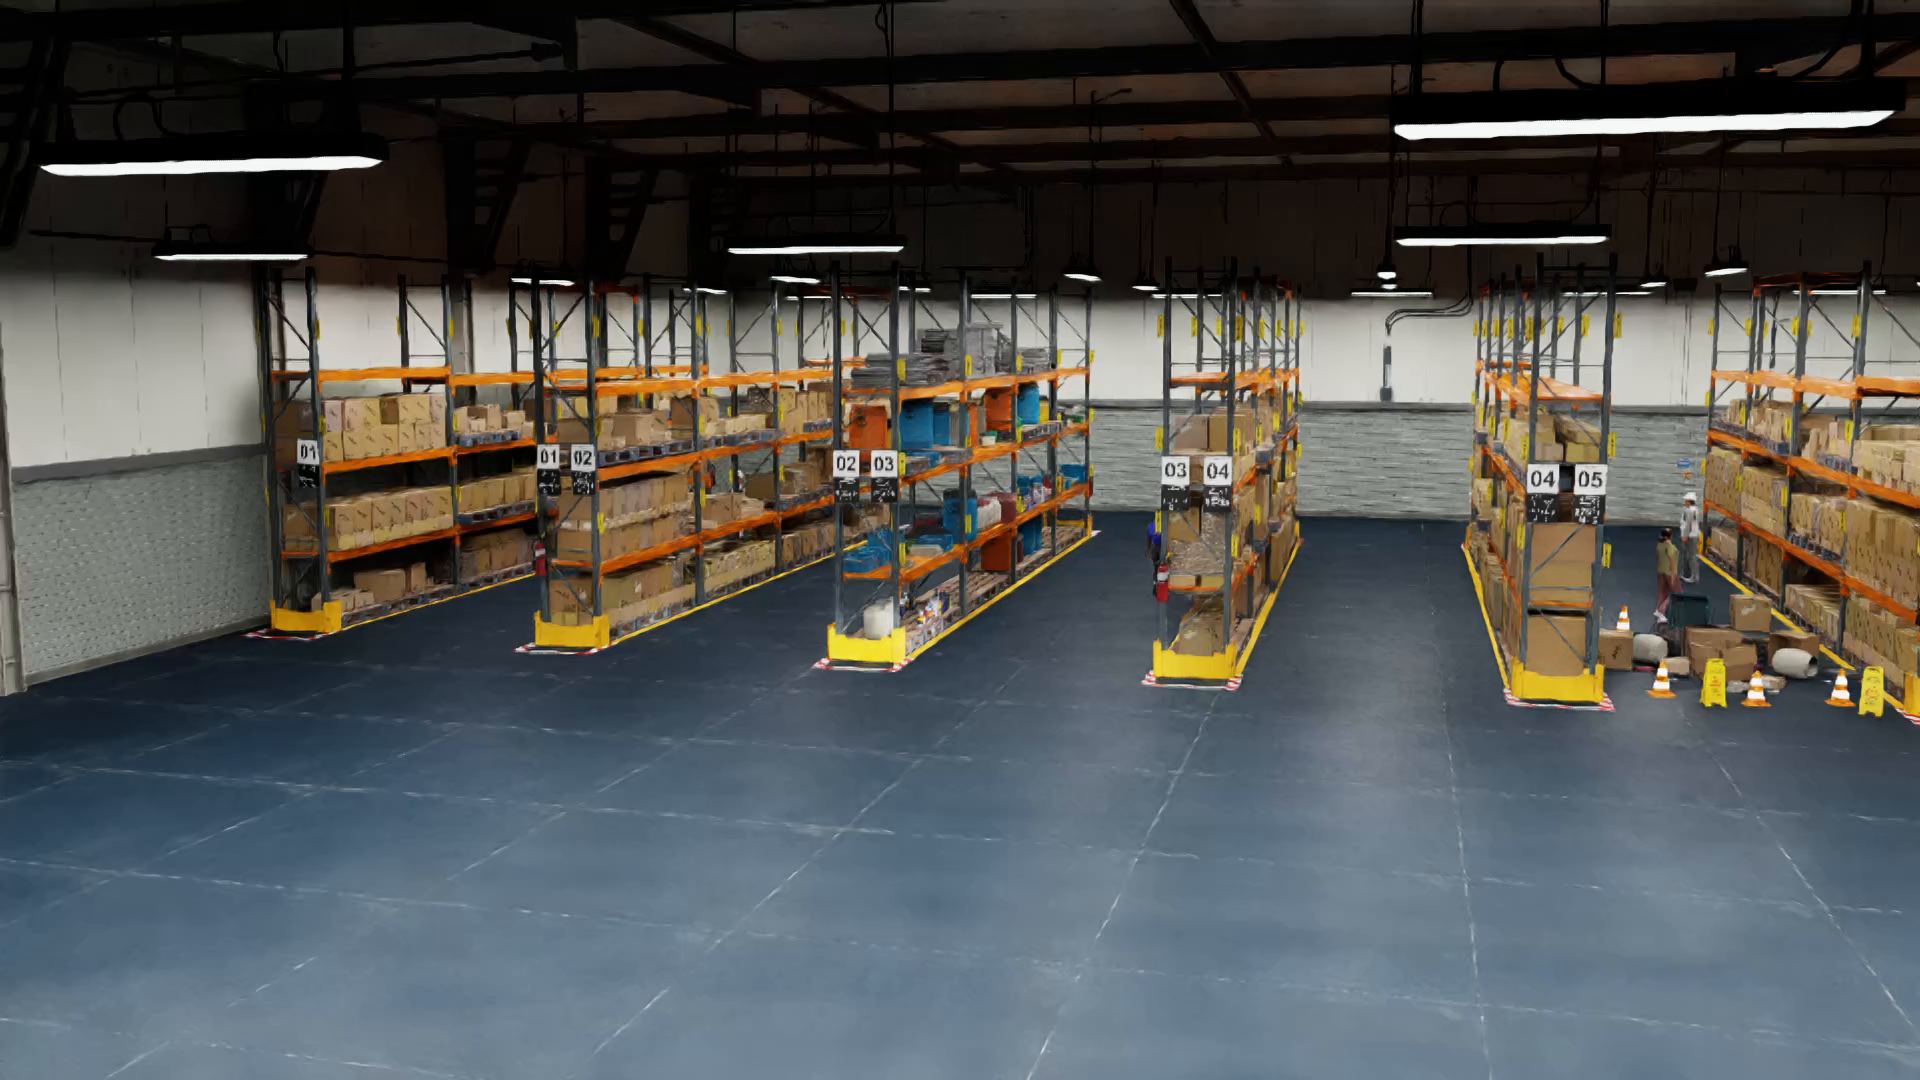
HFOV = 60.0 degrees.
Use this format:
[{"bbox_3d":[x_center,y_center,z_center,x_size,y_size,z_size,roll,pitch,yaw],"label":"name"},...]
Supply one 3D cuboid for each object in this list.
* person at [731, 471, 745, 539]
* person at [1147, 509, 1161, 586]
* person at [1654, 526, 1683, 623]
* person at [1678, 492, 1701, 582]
[{"bbox_3d":[-4.943,-0.677,37.645,0.439,1.787,0.600,-2,8,-16],"label":"person"},{"bbox_3d":[3.798,0.173,31.830,0.447,1.574,1.088,2,8,17],"label":"person"},{"bbox_3d":[11.997,0.598,28.241,0.432,1.671,0.495,-2,7,-13],"label":"person"},{"bbox_3d":[14.461,-0.078,33.036,0.548,1.771,0.607,4,8,30],"label":"person"}]
